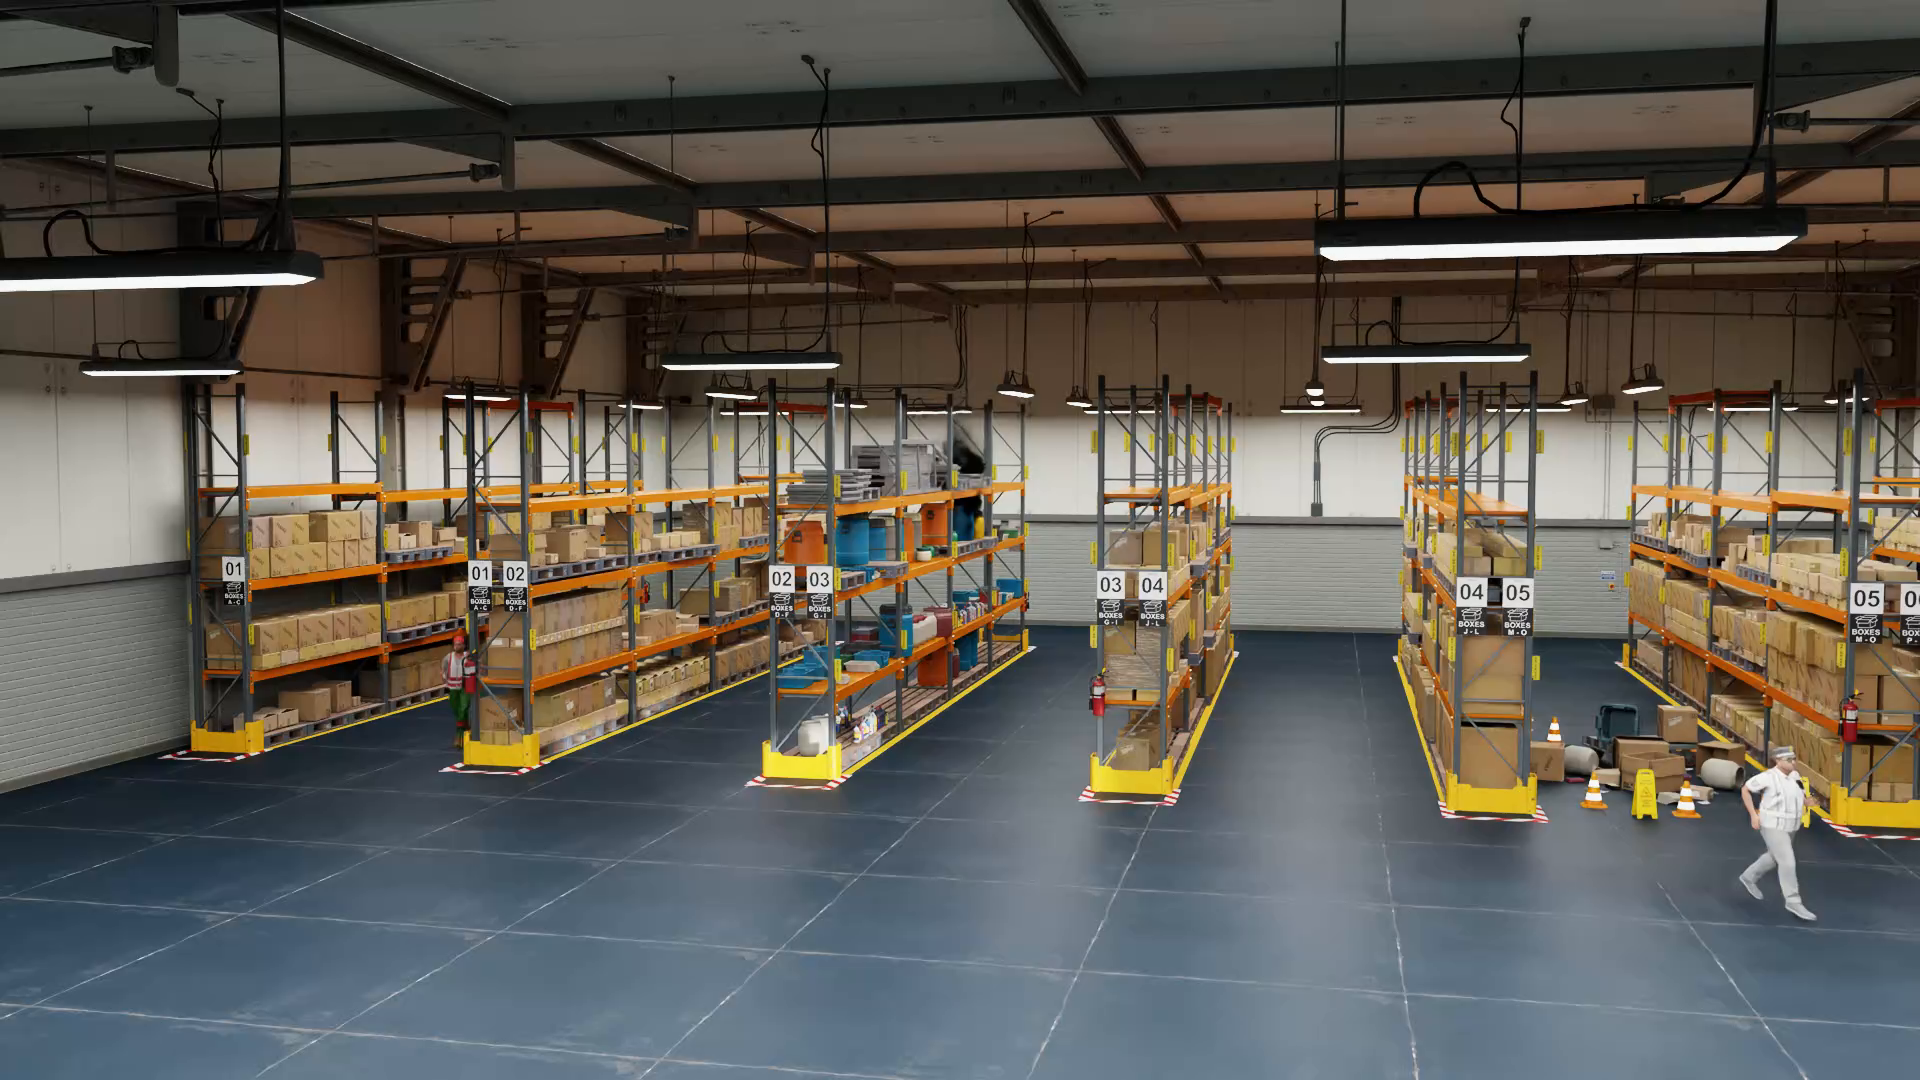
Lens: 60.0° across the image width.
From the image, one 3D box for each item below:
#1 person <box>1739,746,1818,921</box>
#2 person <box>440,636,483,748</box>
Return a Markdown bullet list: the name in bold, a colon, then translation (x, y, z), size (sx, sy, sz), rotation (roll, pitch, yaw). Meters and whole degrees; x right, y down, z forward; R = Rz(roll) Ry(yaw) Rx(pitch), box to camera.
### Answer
- **person**: translation (8.770, 3.075, 17.811), size (0.652, 1.787, 0.949), rotation (-2, 4, -29)
- **person**: translation (-8.368, 2.500, 27.830), size (0.653, 1.799, 0.987), rotation (0, 3, -1)
